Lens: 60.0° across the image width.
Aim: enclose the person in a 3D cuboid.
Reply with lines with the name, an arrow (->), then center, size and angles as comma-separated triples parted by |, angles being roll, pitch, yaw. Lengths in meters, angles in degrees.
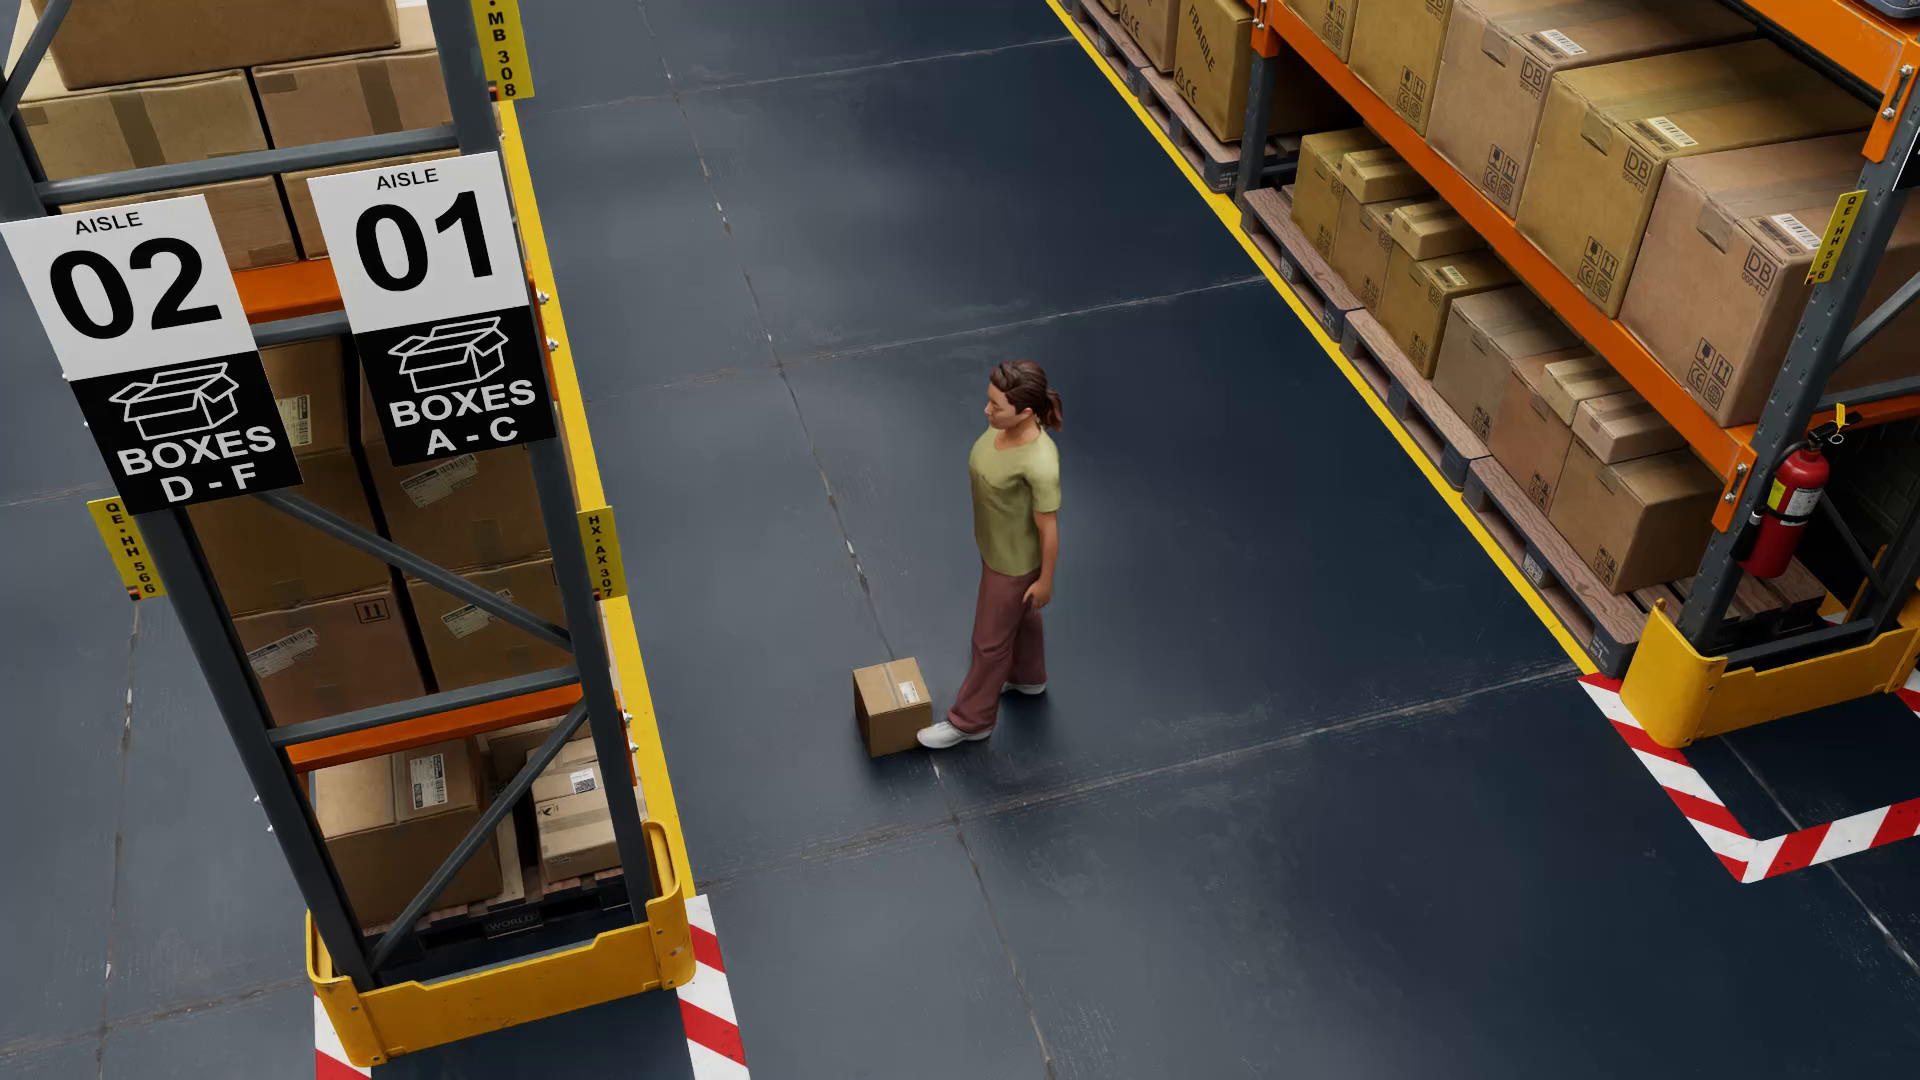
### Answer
person -> 0.081, 0.060, 6.087 | 0.600, 1.670, 0.476 | -12, 44, -13
